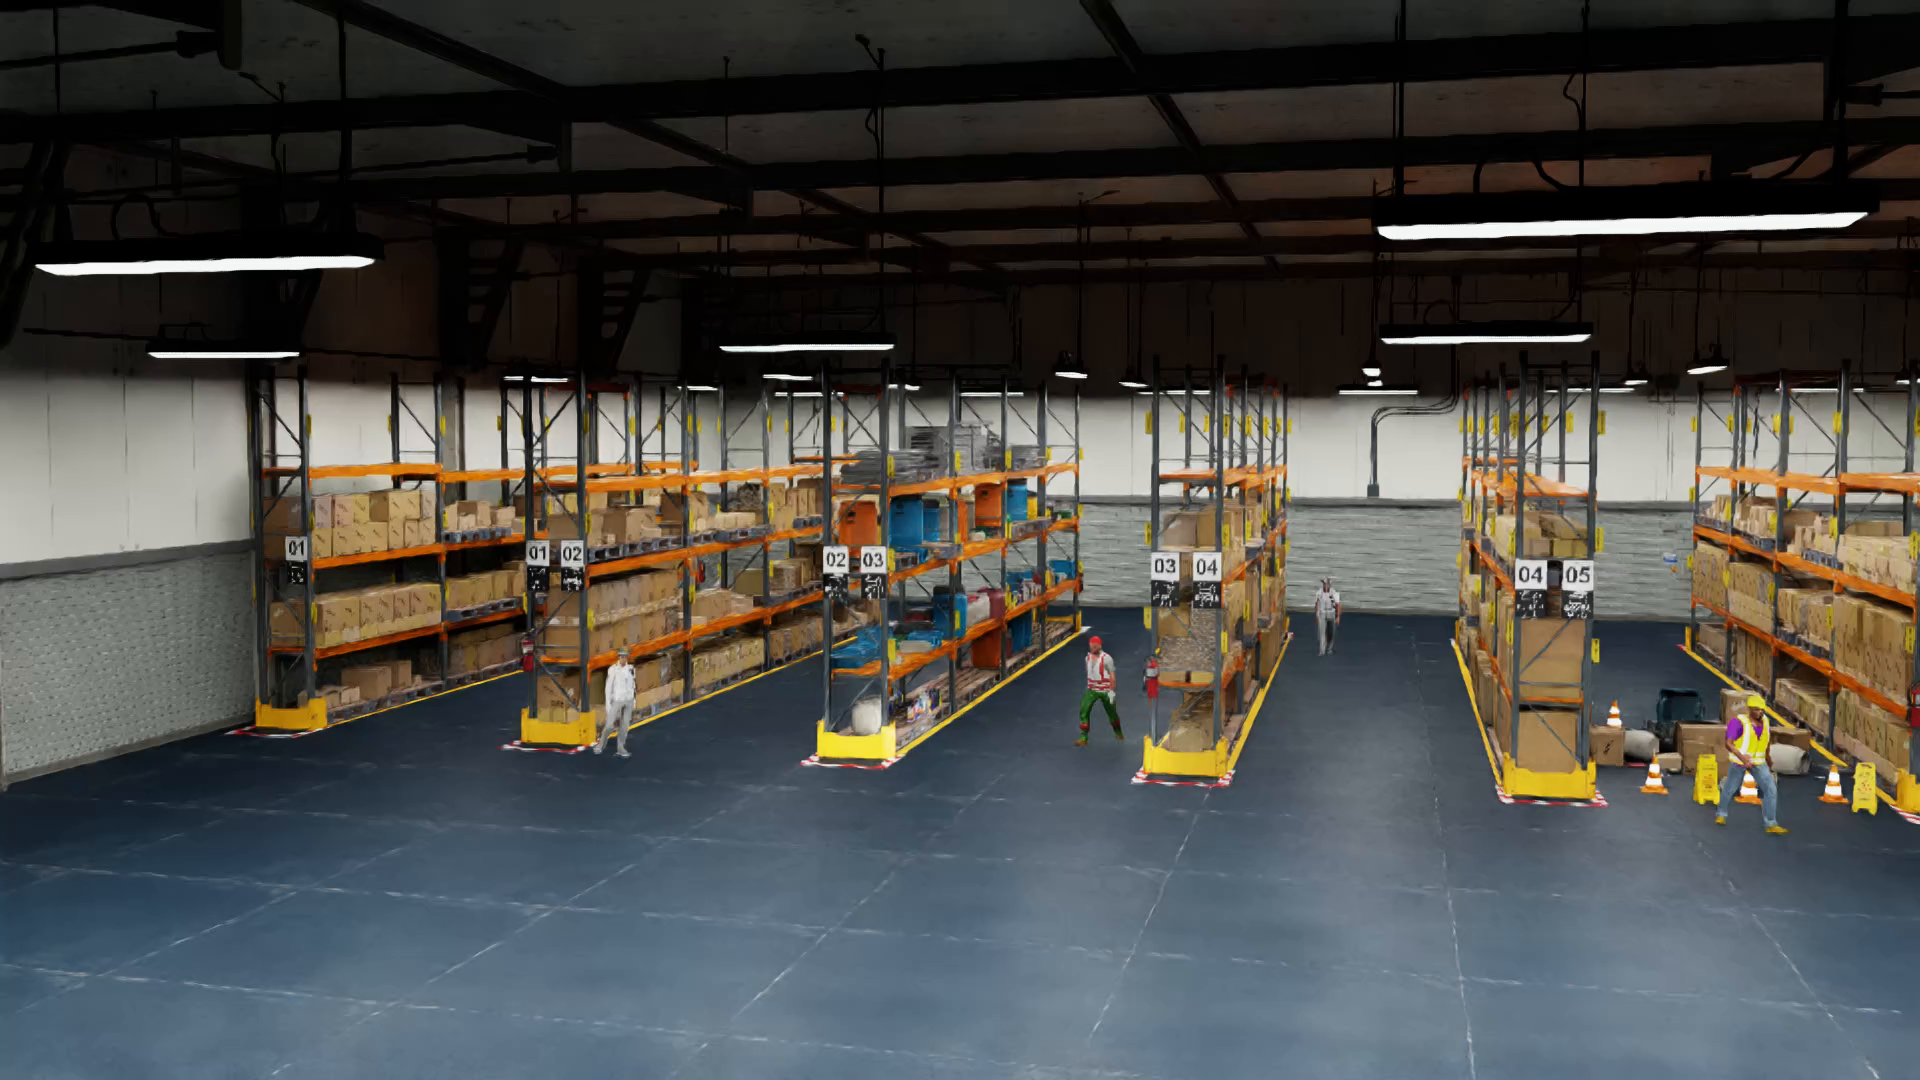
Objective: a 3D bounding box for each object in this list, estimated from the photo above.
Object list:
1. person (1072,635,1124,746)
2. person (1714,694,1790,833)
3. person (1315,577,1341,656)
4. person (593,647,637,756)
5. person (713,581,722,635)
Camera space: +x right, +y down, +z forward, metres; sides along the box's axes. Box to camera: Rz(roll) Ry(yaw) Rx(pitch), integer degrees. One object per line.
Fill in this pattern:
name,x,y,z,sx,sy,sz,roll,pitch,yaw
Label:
person,2.192,2.346,26.077,0.598,1.735,0.982,3,5,35
person,9.729,2.733,20.525,0.708,1.703,0.842,0,4,-3
person,7.997,1.651,36.160,0.554,1.706,1.040,1,4,13
person,-5.206,2.439,25.109,0.639,1.660,0.496,-3,5,-35
person,-5.294,1.671,36.662,0.497,1.583,1.090,1,4,17
